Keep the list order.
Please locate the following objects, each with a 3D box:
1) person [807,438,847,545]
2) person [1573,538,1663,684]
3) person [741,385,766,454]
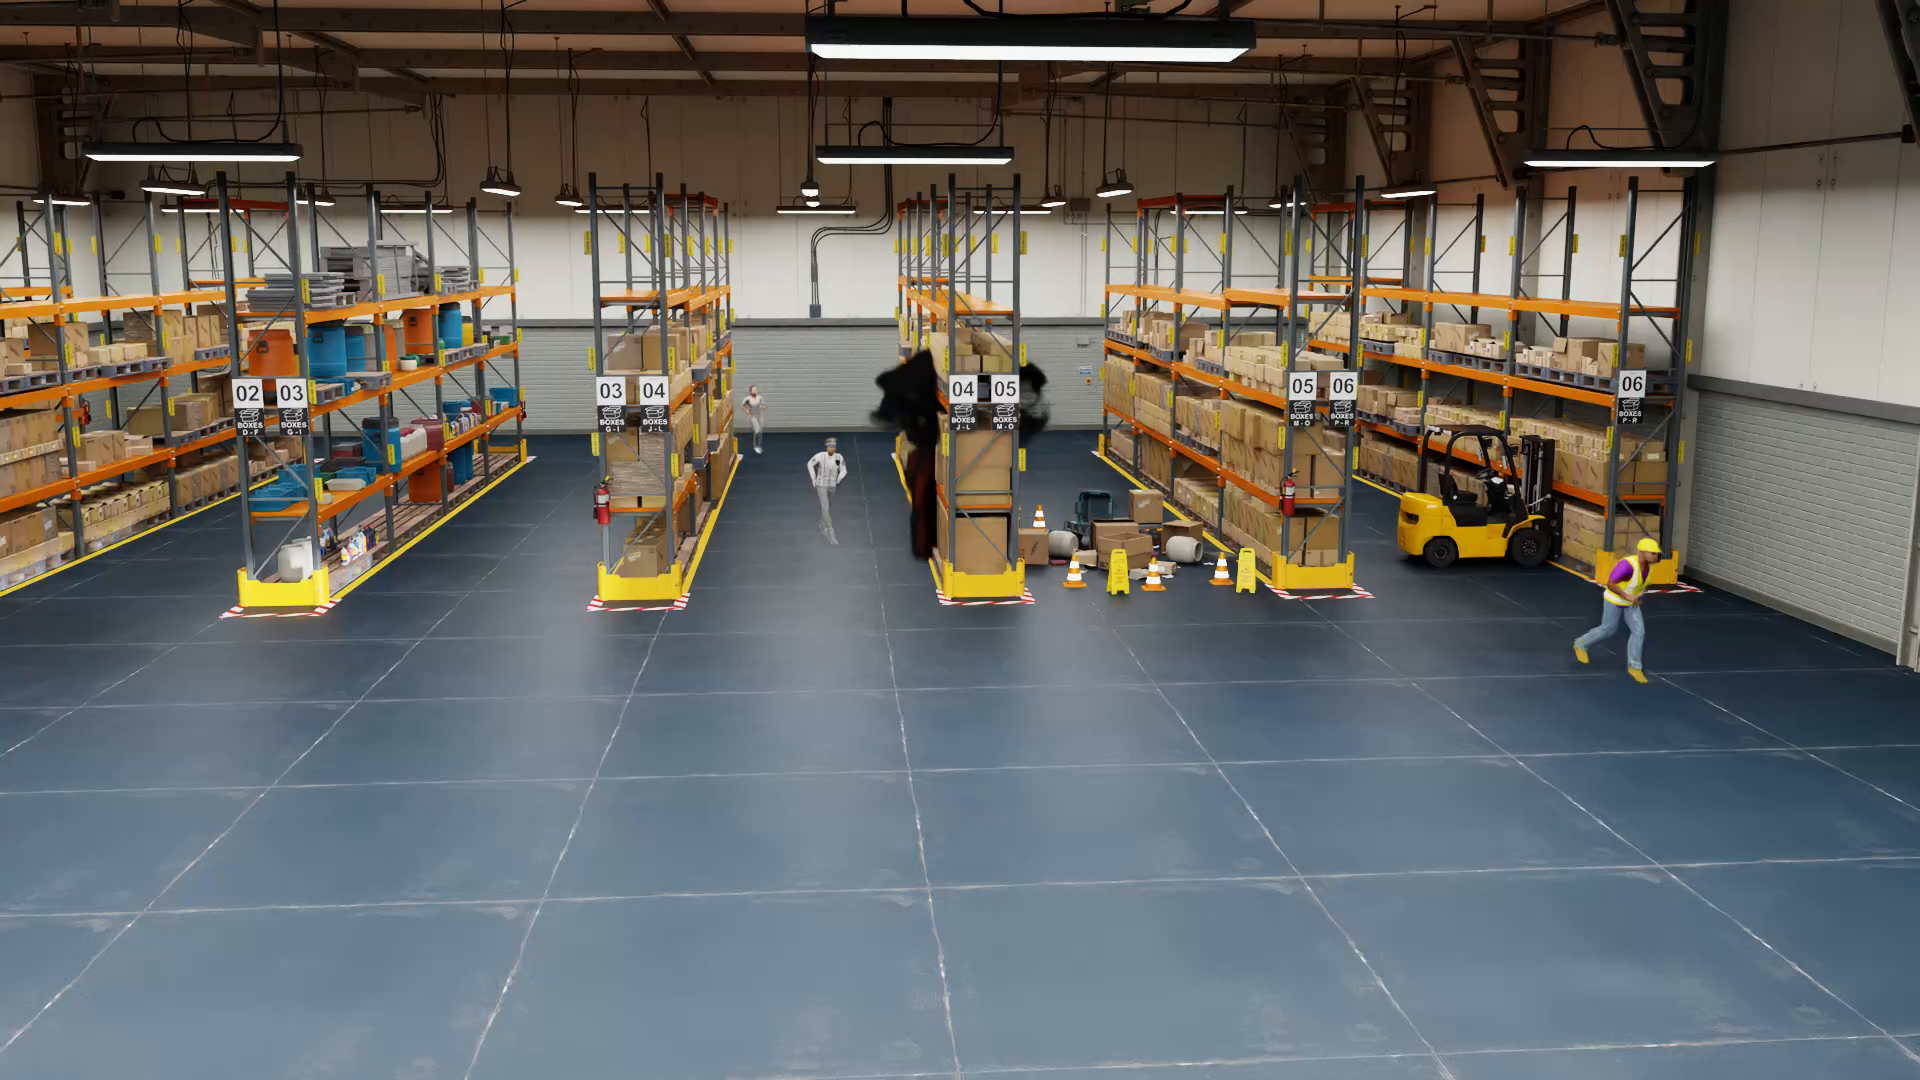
[{"bbox_3d":[-2.146,-0.827,26.968,0.615,1.720,0.843,-4,11,-22],"label":"person"},{"bbox_3d":[7.739,0.774,19.591,0.743,1.714,1.057,-7,12,-36],"label":"person"},{"bbox_3d":[-5.006,-2.934,40.604,0.569,1.686,0.684,-6,12,-32],"label":"person"}]
